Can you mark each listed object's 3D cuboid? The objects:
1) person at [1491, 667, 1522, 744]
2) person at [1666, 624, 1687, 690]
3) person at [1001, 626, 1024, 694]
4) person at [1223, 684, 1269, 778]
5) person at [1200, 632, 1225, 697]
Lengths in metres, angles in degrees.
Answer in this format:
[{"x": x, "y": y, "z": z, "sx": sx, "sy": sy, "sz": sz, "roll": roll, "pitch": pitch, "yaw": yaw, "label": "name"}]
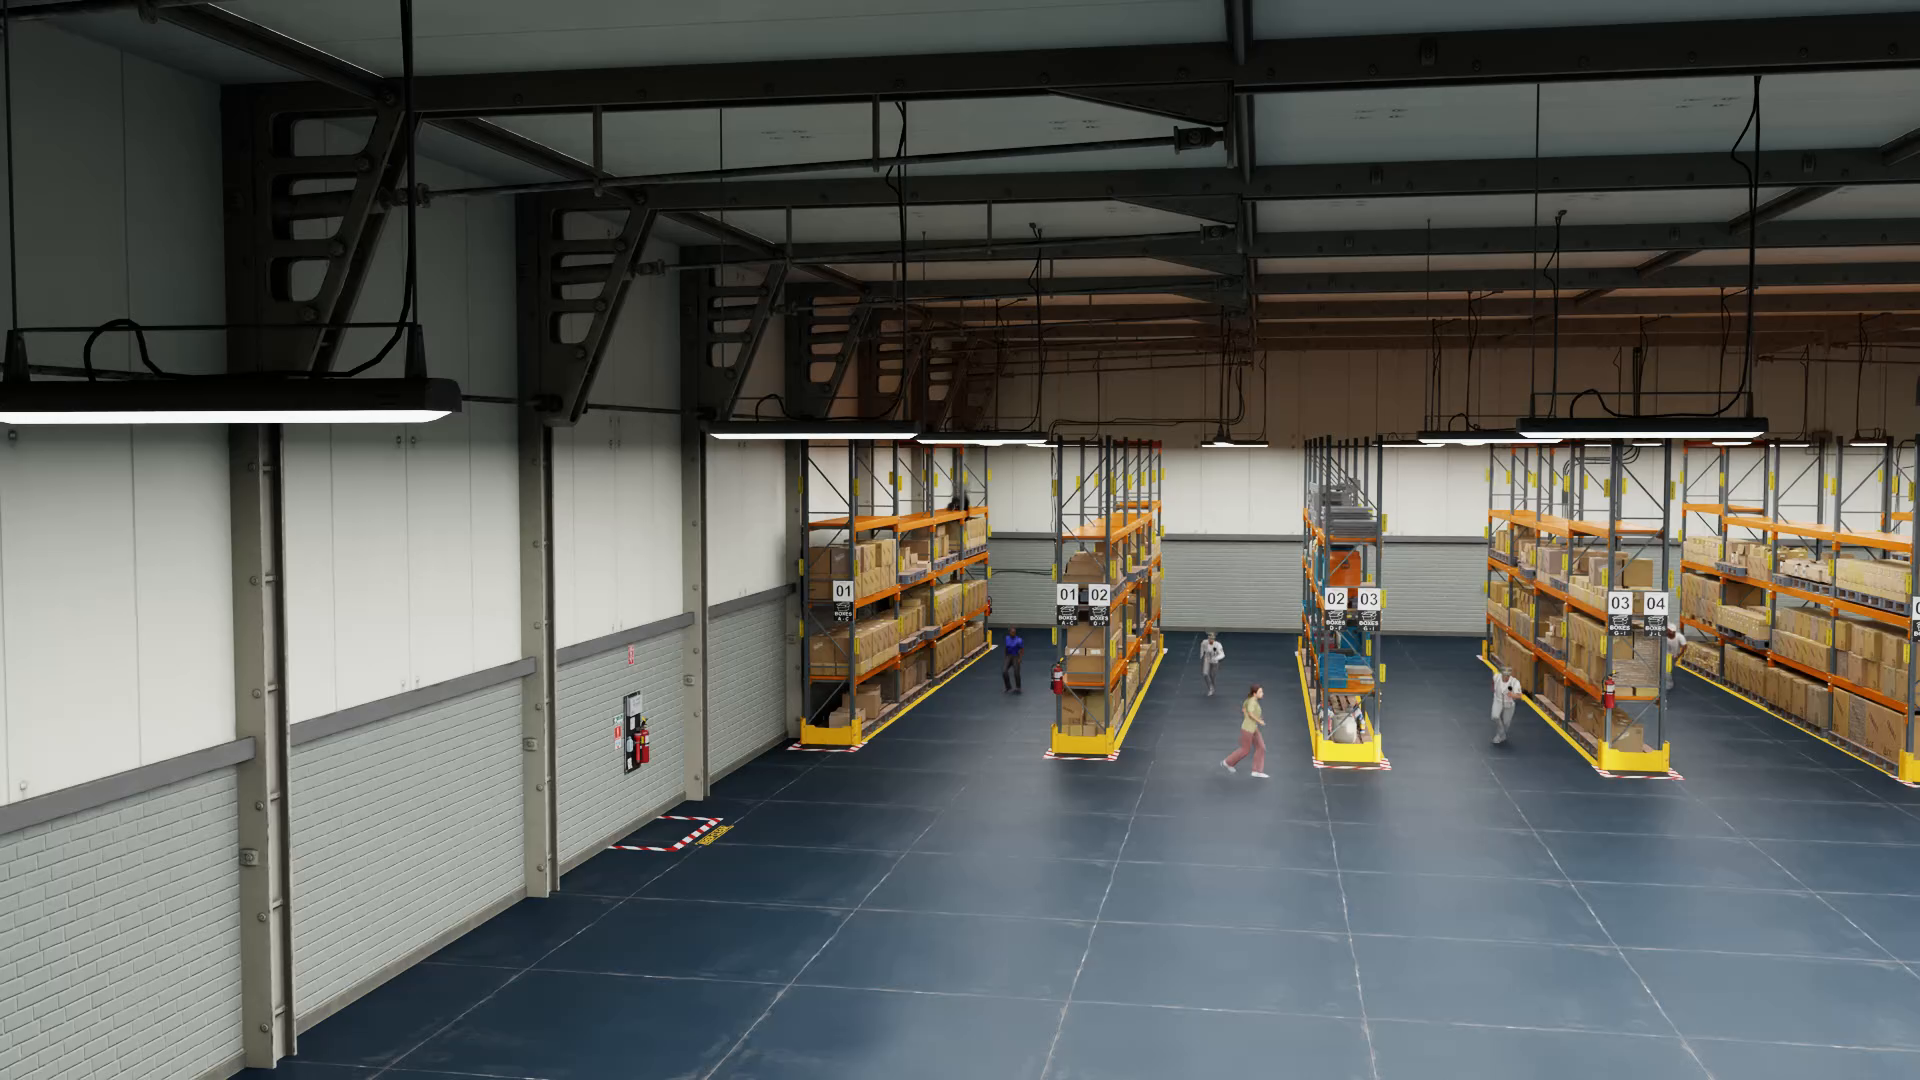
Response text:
[{"x": 10.617, "y": 3.192, "z": 32.332, "sx": 0.625, "sy": 1.536, "sz": 1.113, "roll": 1, "pitch": 3, "yaw": 23, "label": "person"}, {"x": 17.070, "y": 2.769, "z": 39.957, "sx": 0.702, "sy": 1.610, "sz": 1.128, "roll": 1, "pitch": 3, "yaw": 20, "label": "person"}, {"x": 1.280, "y": 2.861, "z": 39.199, "sx": 0.561, "sy": 1.524, "sz": 0.743, "roll": 1, "pitch": 3, "yaw": 20, "label": "person"}, {"x": 4.982, "y": 3.323, "z": 29.004, "sx": 0.846, "sy": 1.632, "sz": 0.546, "roll": 1, "pitch": 3, "yaw": 24, "label": "person"}, {"x": 5.887, "y": 2.862, "z": 38.779, "sx": 0.610, "sy": 1.495, "sz": 1.049, "roll": 1, "pitch": 3, "yaw": 15, "label": "person"}]
